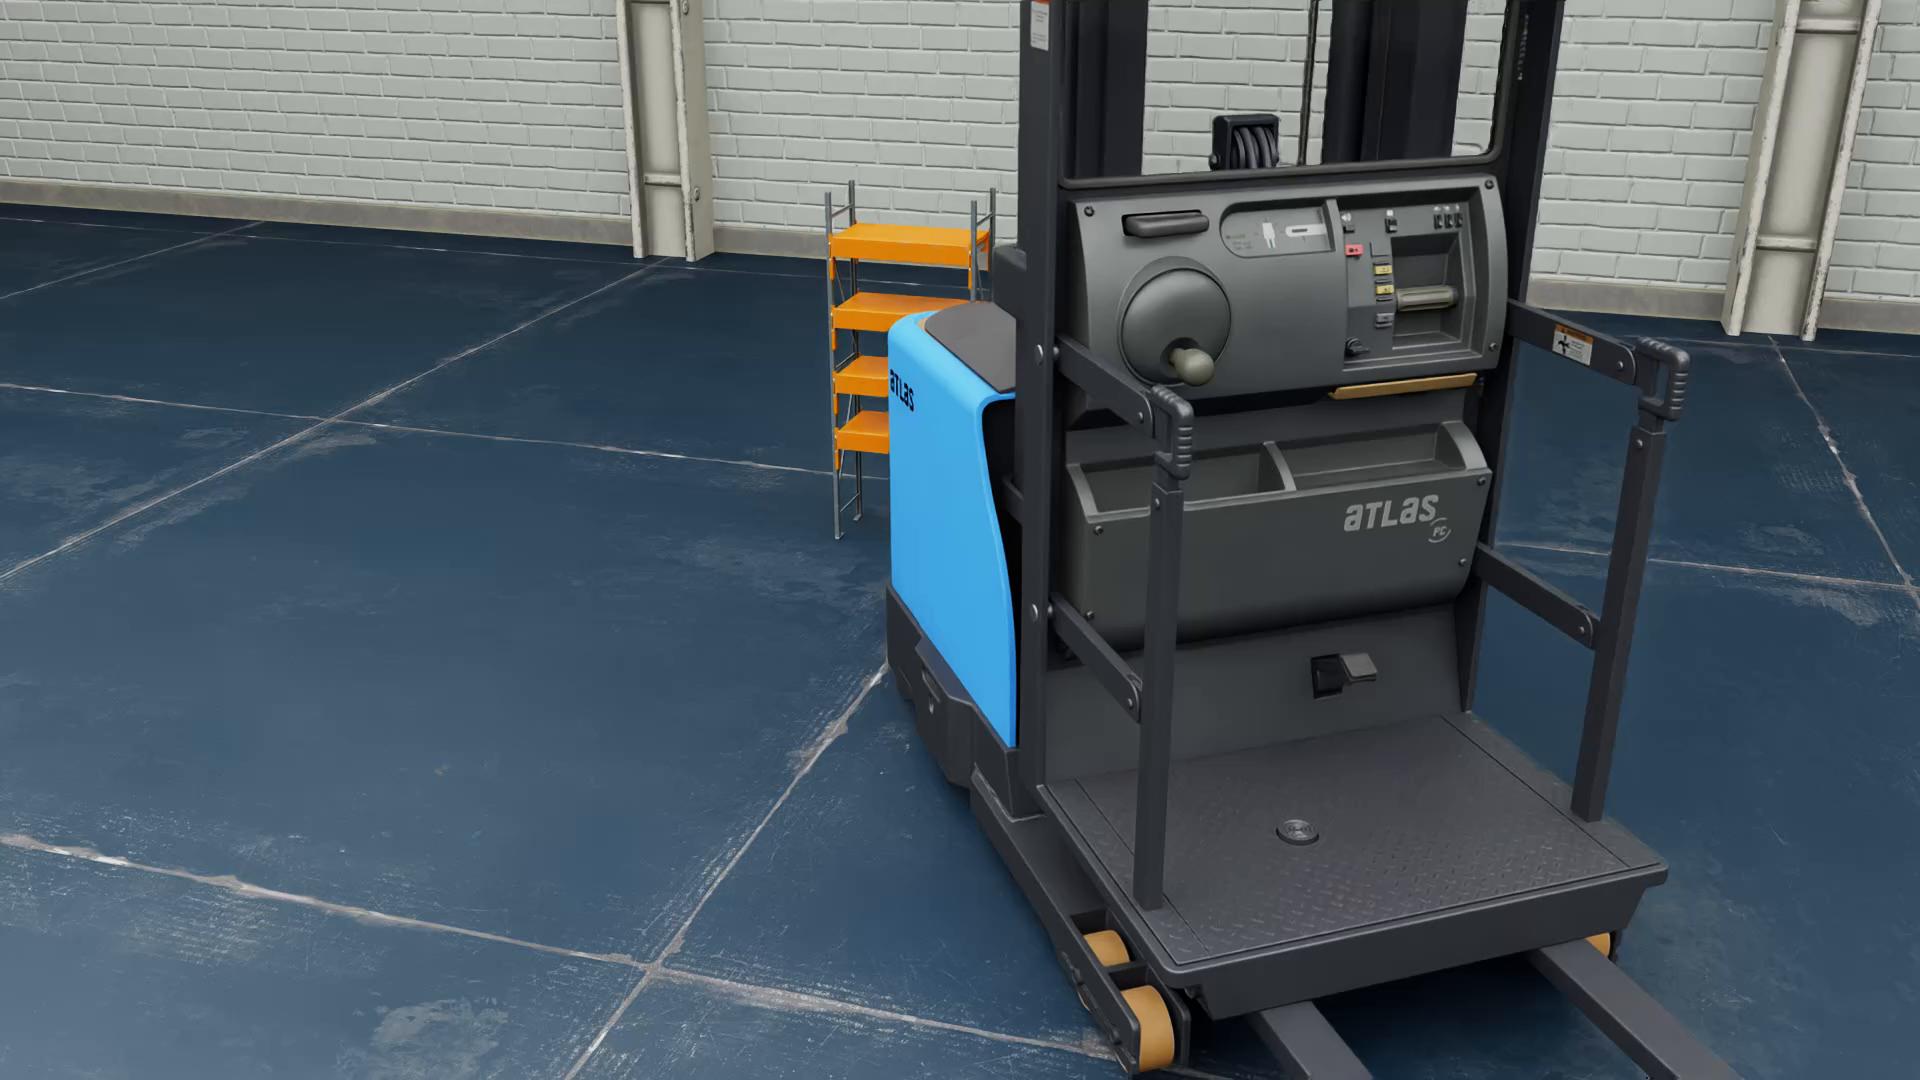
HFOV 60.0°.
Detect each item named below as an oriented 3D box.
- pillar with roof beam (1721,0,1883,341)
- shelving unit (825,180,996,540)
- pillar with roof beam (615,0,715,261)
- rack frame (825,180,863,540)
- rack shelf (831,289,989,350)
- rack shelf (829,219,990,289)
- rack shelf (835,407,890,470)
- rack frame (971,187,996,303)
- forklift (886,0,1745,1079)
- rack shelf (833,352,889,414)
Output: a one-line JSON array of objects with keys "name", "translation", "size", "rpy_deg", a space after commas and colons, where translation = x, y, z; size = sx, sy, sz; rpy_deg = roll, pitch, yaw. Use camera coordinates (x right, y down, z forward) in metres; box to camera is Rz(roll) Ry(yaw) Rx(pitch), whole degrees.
[{"name": "pillar with roof beam", "translation": [2.799, -3.652, 2.816], "size": [0.400, 9.000, 9.100], "rpy_deg": [7, 23, 16]}, {"name": "shelving unit", "translation": [-0.158, -0.573, 5.587], "size": [0.503, 1.200, 0.258], "rpy_deg": [7, 23, 16]}, {"name": "pillar with roof beam", "translation": [-2.946, -4.310, 4.419], "size": [0.400, 9.000, 9.100], "rpy_deg": [7, 23, 16]}, {"name": "rack frame", "translation": [-0.392, -0.600, 5.652], "size": [0.015, 1.200, 0.240], "rpy_deg": [7, 23, 16]}, {"name": "rack shelf", "translation": [-0.158, -0.718, 5.527], "size": [0.480, 0.148, 0.258], "rpy_deg": [7, 23, 16]}, {"name": "rack shelf", "translation": [-0.158, -0.937, 5.437], "size": [0.480, 0.148, 0.258], "rpy_deg": [7, 23, 16]}, {"name": "rack shelf", "translation": [-0.158, -0.327, 5.687], "size": [0.480, 0.148, 0.258], "rpy_deg": [7, 23, 16]}, {"name": "rack frame", "translation": [0.075, -0.547, 5.521], "size": [0.015, 1.200, 0.240], "rpy_deg": [7, 23, 16]}, {"name": "forklift", "translation": [0.739, -0.491, 3.104], "size": [1.130, 2.935, 3.031], "rpy_deg": [-7, 23, -17]}, {"name": "rack shelf", "translation": [-0.158, -0.511, 5.612], "size": [0.480, 0.148, 0.258], "rpy_deg": [7, 23, 16]}]
